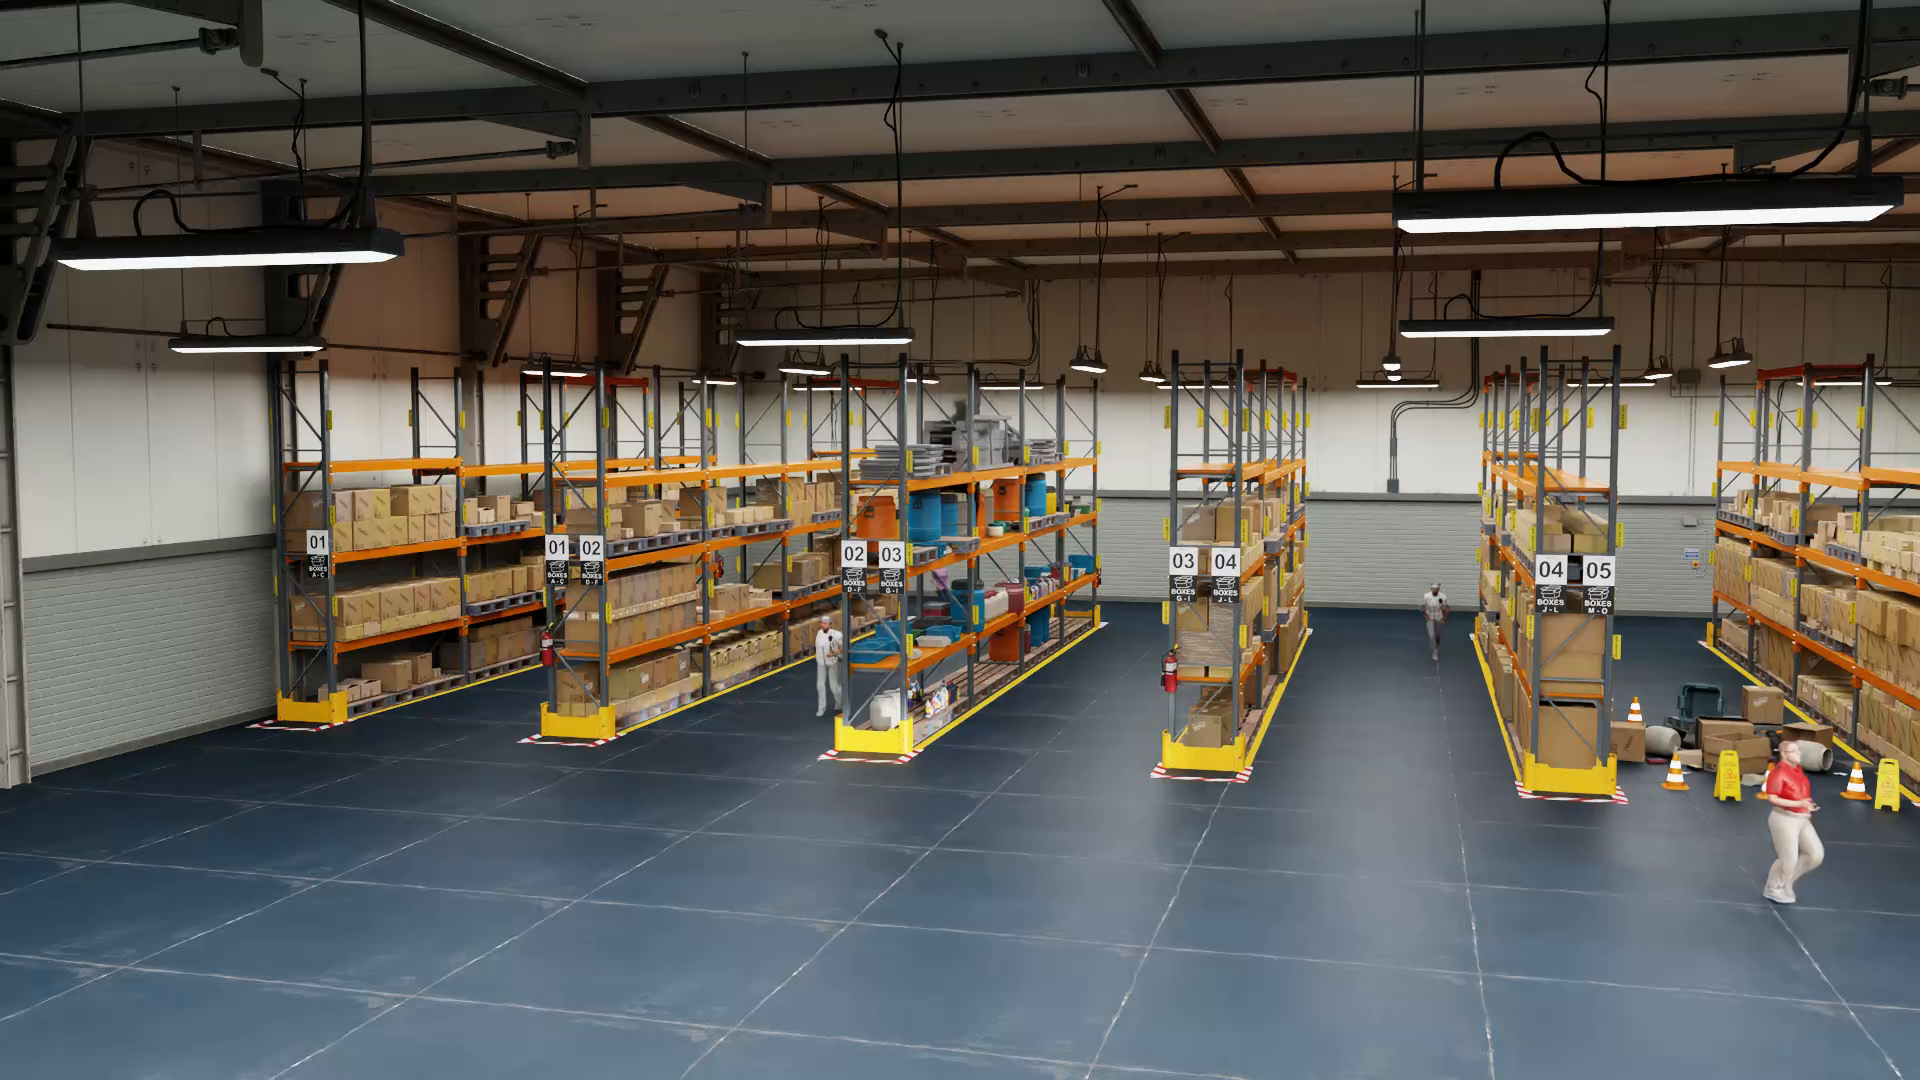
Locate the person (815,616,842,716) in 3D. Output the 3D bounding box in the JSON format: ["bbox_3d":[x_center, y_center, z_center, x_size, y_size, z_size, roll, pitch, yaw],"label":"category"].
[{"bbox_3d":[-2.195,2.151,28.414,0.612,1.736,0.721,1,4,19],"label":"person"}]

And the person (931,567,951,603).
[{"bbox_3d":[-0.459,1.231,41.736,0.594,1.538,0.510,-2,5,-28],"label":"person"}]

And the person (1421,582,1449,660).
[{"bbox_3d":[10.032,1.686,35.129,0.572,1.658,0.724,1,4,20],"label":"person"}]

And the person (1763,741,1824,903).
[{"bbox_3d":[8.612,2.929,17.116,0.648,1.701,0.621,-3,5,-32],"label":"person"}]
